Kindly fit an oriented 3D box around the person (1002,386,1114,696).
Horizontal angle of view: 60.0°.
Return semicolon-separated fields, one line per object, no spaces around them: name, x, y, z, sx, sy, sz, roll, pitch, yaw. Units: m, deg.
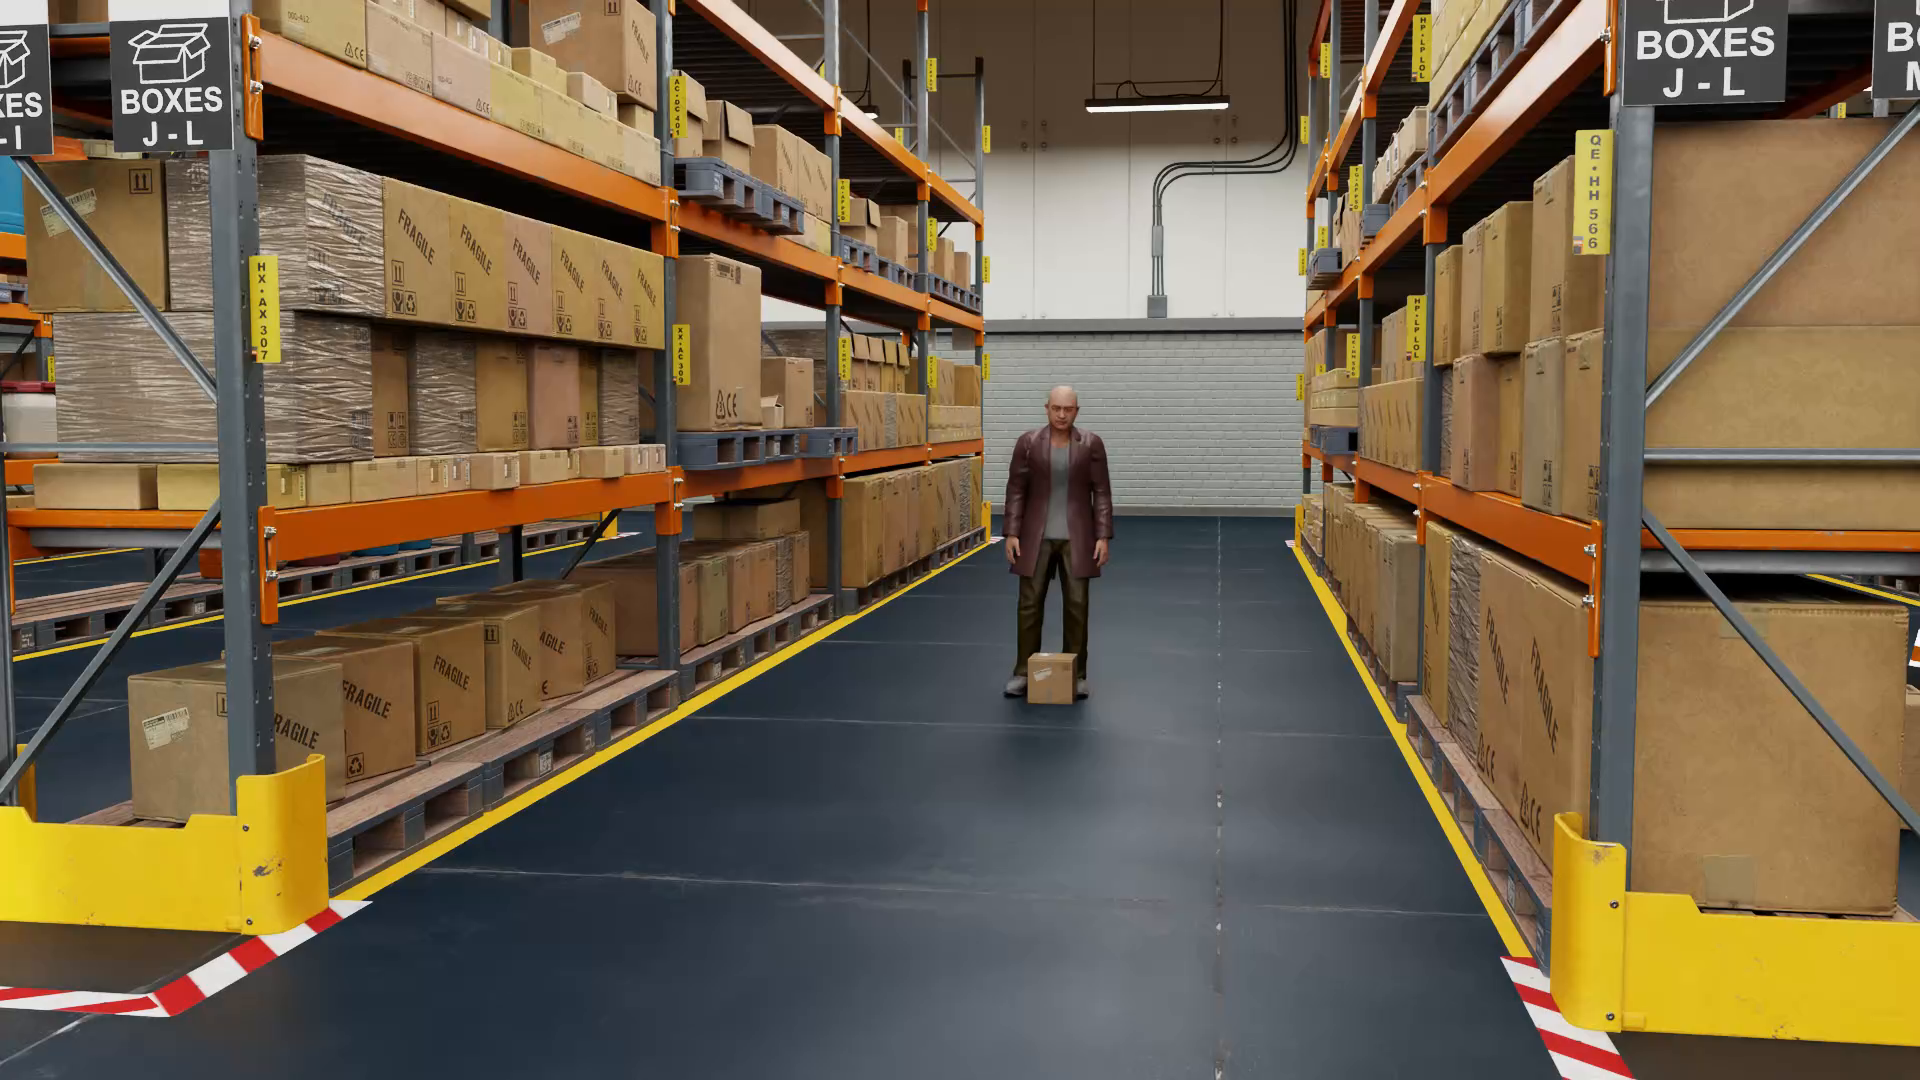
person;0.563;0.002;9.567;0.646;1.772;0.429;0;4;5
